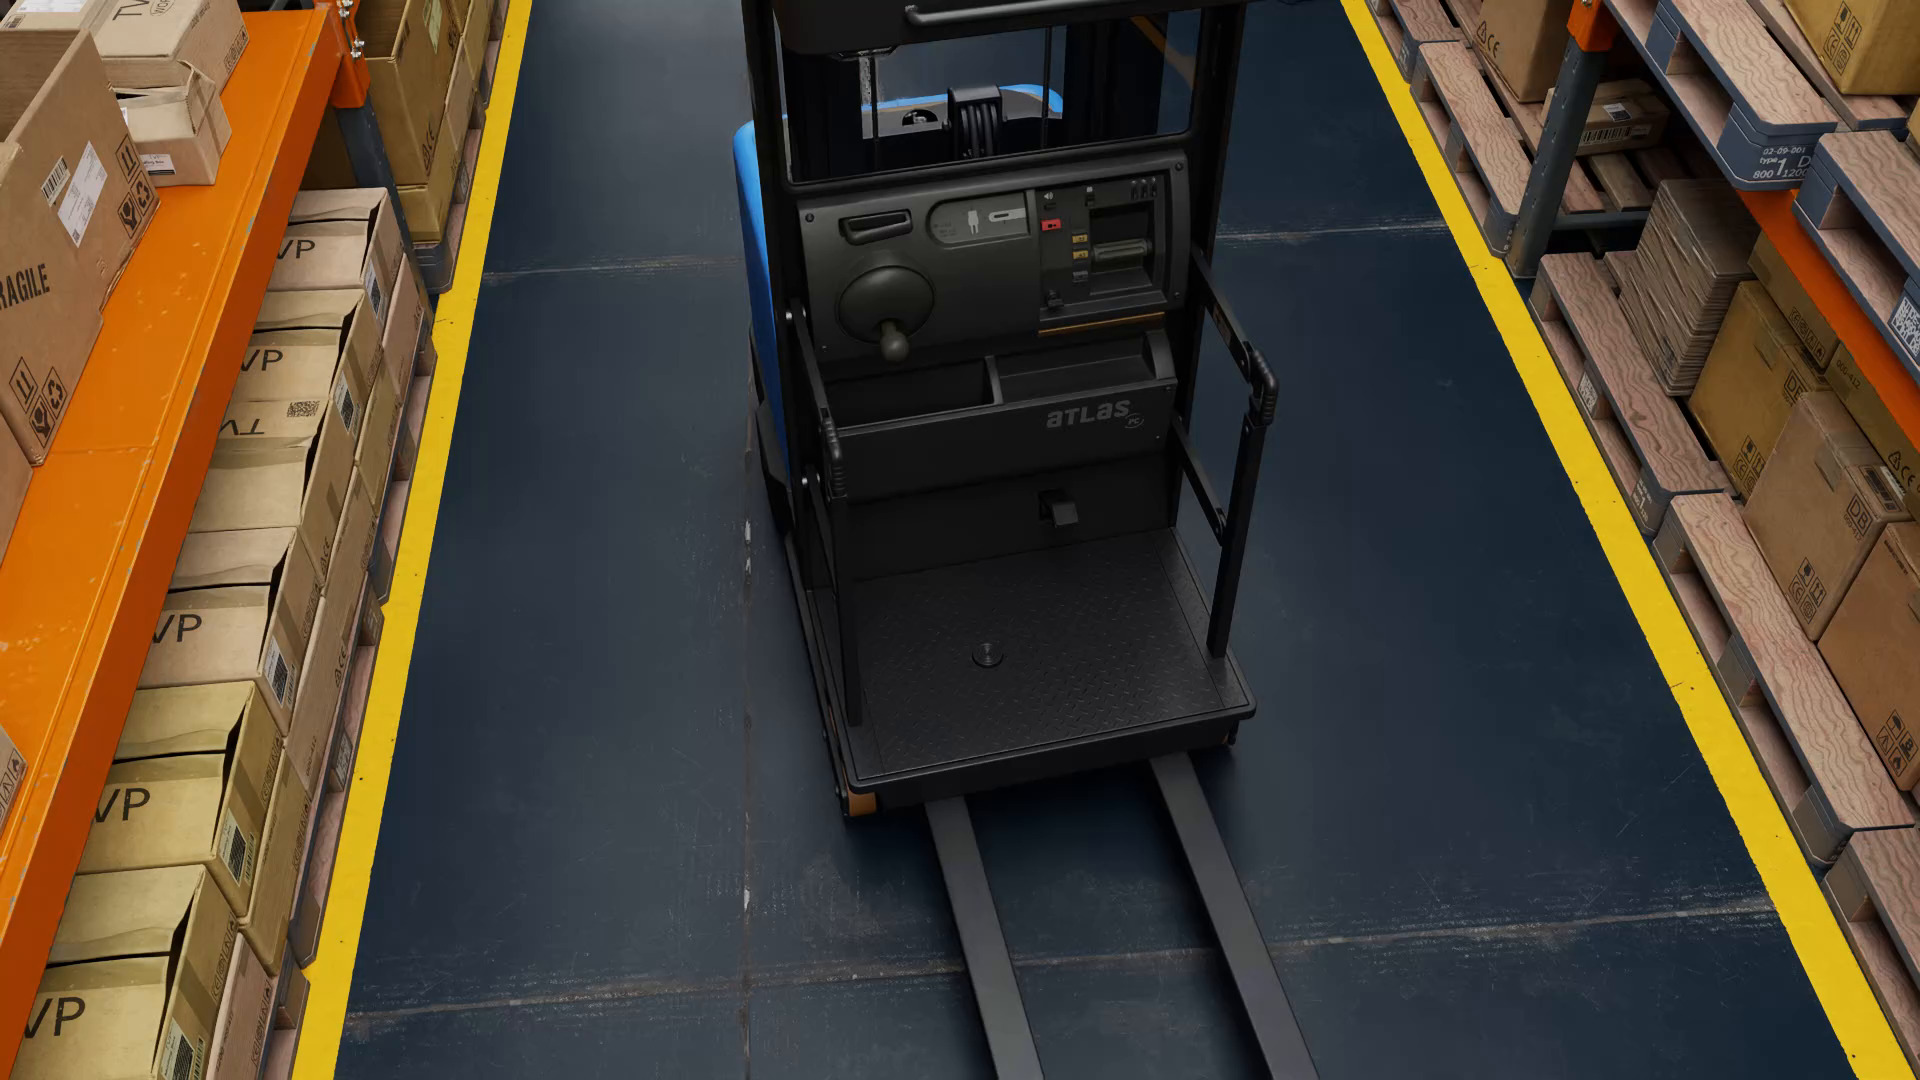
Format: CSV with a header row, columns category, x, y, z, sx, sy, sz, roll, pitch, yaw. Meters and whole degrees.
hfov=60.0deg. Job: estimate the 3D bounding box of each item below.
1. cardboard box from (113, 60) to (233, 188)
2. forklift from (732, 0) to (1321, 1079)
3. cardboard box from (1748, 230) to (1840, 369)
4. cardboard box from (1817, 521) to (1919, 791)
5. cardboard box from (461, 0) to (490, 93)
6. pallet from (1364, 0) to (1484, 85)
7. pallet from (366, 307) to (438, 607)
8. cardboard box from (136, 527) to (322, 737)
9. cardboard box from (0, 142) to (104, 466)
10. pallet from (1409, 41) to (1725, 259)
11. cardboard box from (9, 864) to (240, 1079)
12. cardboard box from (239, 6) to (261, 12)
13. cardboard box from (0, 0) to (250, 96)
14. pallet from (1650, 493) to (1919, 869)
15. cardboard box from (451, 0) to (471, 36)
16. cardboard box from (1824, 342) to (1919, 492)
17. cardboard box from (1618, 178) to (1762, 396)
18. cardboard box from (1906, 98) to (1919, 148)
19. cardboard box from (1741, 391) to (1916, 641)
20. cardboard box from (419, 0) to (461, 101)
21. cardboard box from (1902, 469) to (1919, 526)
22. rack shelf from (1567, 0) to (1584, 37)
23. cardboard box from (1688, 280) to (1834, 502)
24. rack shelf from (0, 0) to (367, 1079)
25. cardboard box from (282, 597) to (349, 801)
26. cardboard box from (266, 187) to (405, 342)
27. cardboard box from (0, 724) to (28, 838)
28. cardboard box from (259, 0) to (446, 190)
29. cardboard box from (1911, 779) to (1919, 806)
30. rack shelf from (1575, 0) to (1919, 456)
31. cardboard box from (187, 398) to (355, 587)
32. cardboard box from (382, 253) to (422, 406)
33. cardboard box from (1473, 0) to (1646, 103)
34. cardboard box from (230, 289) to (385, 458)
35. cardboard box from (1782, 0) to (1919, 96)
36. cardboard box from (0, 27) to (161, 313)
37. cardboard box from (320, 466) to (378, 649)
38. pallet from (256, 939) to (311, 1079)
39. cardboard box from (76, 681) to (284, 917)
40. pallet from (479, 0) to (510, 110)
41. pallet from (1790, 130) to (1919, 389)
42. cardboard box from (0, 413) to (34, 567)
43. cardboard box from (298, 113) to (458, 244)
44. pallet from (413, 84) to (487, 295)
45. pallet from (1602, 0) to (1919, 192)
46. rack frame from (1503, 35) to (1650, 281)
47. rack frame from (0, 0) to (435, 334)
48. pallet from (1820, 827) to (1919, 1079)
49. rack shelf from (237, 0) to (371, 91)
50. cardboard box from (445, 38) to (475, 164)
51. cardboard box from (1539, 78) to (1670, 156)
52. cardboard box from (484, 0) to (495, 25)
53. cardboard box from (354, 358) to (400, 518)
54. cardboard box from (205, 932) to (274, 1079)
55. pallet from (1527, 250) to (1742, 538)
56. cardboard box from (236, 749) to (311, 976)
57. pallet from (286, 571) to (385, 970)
category,x,y,z,sx,sy,sz,roll,pitch,yaw
cardboard box,-2.135,-1.090,4.309,0.396,0.266,0.258,-5,47,-4
forklift,0.144,-0.567,3.768,1.130,2.935,3.031,-10,47,-9
cardboard box,2.663,-0.765,4.811,0.500,0.250,0.500,-4,47,-4
cardboard box,2.770,0.282,4.336,0.700,0.500,0.500,-4,47,-4
cardboard box,-2.202,-2.039,6.719,0.500,0.250,0.500,-3,47,-3
pallet,2.347,-2.475,7.449,1.003,0.211,1.213,-3,47,-3
pallet,-2.291,-0.272,5.362,1.003,0.211,1.213,-3,47,-3
cardboard box,-1.945,0.223,4.191,0.500,0.311,0.500,-4,47,-4
cardboard box,-2.258,-0.496,3.585,0.500,0.500,0.500,-3,47,-3
pallet,2.453,-1.590,6.611,1.003,0.211,1.213,-3,47,-3
cardboard box,-1.861,0.964,3.489,0.500,0.311,0.500,-5,47,-4
cardboard box,-2.679,-1.903,6.074,0.500,0.500,0.500,-3,47,-3
cardboard box,-2.307,-1.356,4.572,0.500,0.250,0.500,-1,47,-1
pallet,2.716,0.341,4.781,1.003,0.211,1.213,-3,47,-3
cardboard box,-2.203,-2.296,6.447,0.500,0.500,0.500,-3,47,-3
cardboard box,2.710,-0.389,4.454,0.500,0.250,0.500,-5,47,-4
cardboard box,2.622,-0.826,5.385,0.700,0.500,0.500,-2,47,-2
cardboard box,2.679,-1.001,3.761,0.700,0.500,0.500,2,47,2
cardboard box,2.718,-0.083,4.681,0.700,0.500,0.500,-3,47,-3
cardboard box,-2.168,-1.934,6.104,0.500,0.500,0.500,-3,47,-3
cardboard box,2.733,-0.027,4.111,0.500,0.250,0.500,-4,47,-3
rack shelf,2.377,-3.265,6.772,1.077,0.370,4.000,-3,47,-3
cardboard box,2.716,-0.455,5.033,0.700,0.500,0.500,-4,47,-4
rack shelf,-2.224,-0.067,3.743,1.077,0.370,4.000,-3,47,-3
cardboard box,-1.943,0.426,4.385,0.500,0.250,0.500,-3,47,-2
cardboard box,-2.072,-0.878,5.234,0.500,0.311,0.500,-3,47,-3
cardboard box,-1.939,0.504,2.768,0.500,0.311,0.500,-4,47,-4
cardboard box,-2.119,-1.573,5.762,0.500,0.500,0.500,-3,47,-3
cardboard box,2.839,0.639,3.997,0.700,0.500,0.500,-4,47,-3
rack shelf,2.712,-0.371,4.031,1.077,0.370,4.000,-3,47,-3
cardboard box,-1.983,-0.140,4.535,0.500,0.311,0.500,-4,47,-3
cardboard box,-2.068,-0.678,5.431,0.500,0.250,0.500,-4,47,-4
cardboard box,2.417,-2.106,6.597,0.500,0.500,0.500,-7,47,-6
cardboard box,-2.022,-0.502,4.877,0.500,0.311,0.500,-2,47,-2
cardboard box,2.592,-1.476,4.210,0.700,0.500,0.500,1,47,1
cardboard box,-2.300,-0.858,3.928,0.500,0.500,0.500,0,47,0
cardboard box,-1.984,0.058,4.734,0.500,0.250,0.500,-3,47,-2
pallet,-2.087,1.493,3.690,1.003,0.211,1.213,-3,47,-3
cardboard box,-1.901,0.595,3.839,0.500,0.311,0.500,-5,47,-4
pallet,-2.522,-2.265,7.250,1.003,0.211,1.213,-3,47,-3
pallet,2.672,-0.535,3.823,1.003,0.211,1.213,-3,47,-3
cardboard box,-2.214,-0.115,3.224,0.500,0.500,0.500,-6,47,-5
cardboard box,-2.129,-1.314,6.033,0.500,0.250,0.500,-3,47,-3
pallet,-2.417,-1.381,6.412,1.003,0.211,1.213,-3,47,-3
pallet,2.463,-1.438,4.678,1.003,0.211,1.213,-3,47,-3
rack frame,2.544,-2.065,5.140,1.000,3.000,0.127,-3,47,-3
rack frame,-2.392,-1.762,4.852,1.000,3.000,0.127,-3,47,-3
pallet,2.815,1.222,3.947,1.003,0.211,1.213,-3,47,-3
rack shelf,-2.559,-2.961,6.484,1.077,0.370,4.000,-3,47,-3
cardboard box,-2.165,-1.676,6.376,0.500,0.250,0.500,-3,47,-3
cardboard box,2.469,-1.628,6.374,0.380,0.166,0.250,-9,47,-8
cardboard box,-2.250,-2.400,7.062,0.500,0.250,0.500,-3,47,-3
cardboard box,-2.028,-0.312,5.084,0.500,0.250,0.500,-4,47,-4
cardboard box,-1.851,1.173,3.678,0.500,0.250,0.500,-5,47,-4
pallet,2.611,-0.543,5.619,1.003,0.211,1.213,-3,47,-3
cardboard box,-1.901,0.797,4.033,0.500,0.250,0.500,-5,47,-4
pallet,-2.186,0.613,4.524,1.003,0.211,1.213,-3,47,-3
